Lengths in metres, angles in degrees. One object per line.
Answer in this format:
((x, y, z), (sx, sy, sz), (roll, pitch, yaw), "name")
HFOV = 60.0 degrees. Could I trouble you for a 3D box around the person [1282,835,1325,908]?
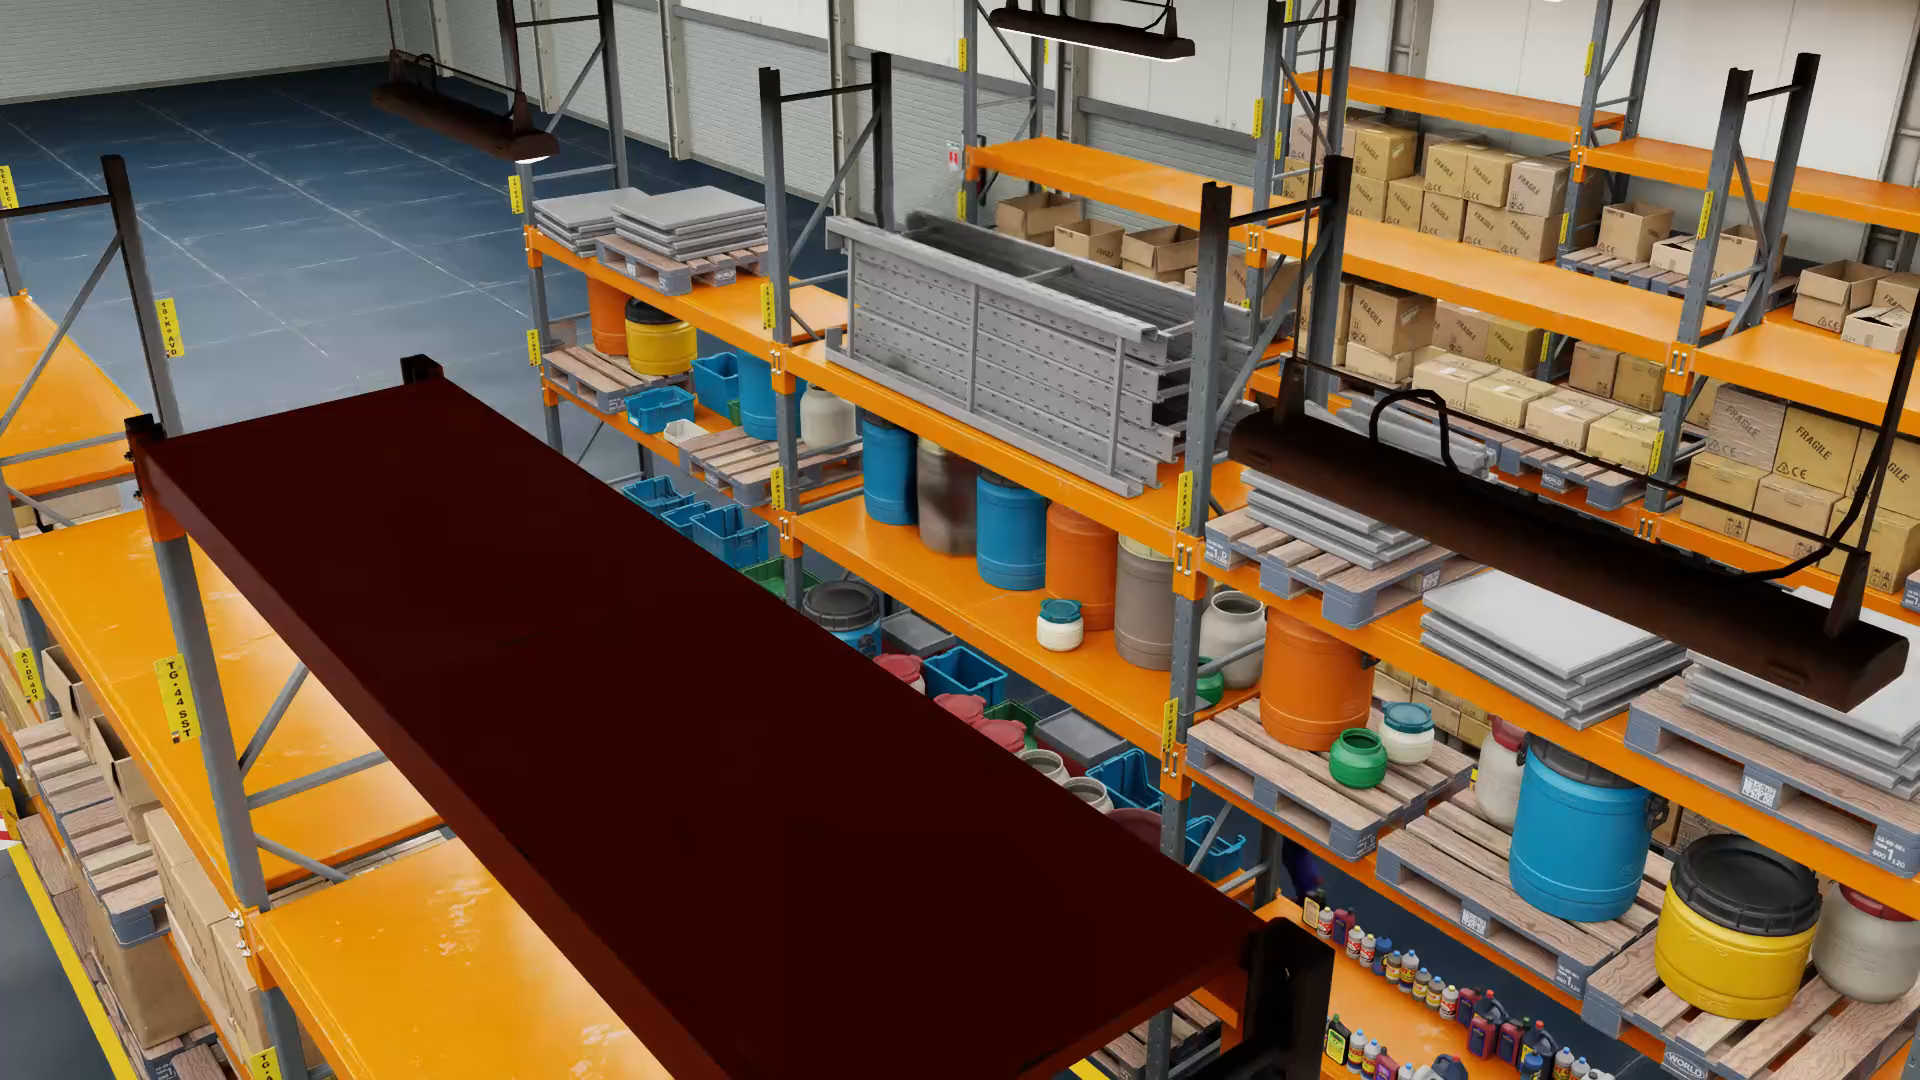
((2.408, 1.911, 11.838), (0.592, 1.647, 0.583), (-23, 34, -39), "person")
